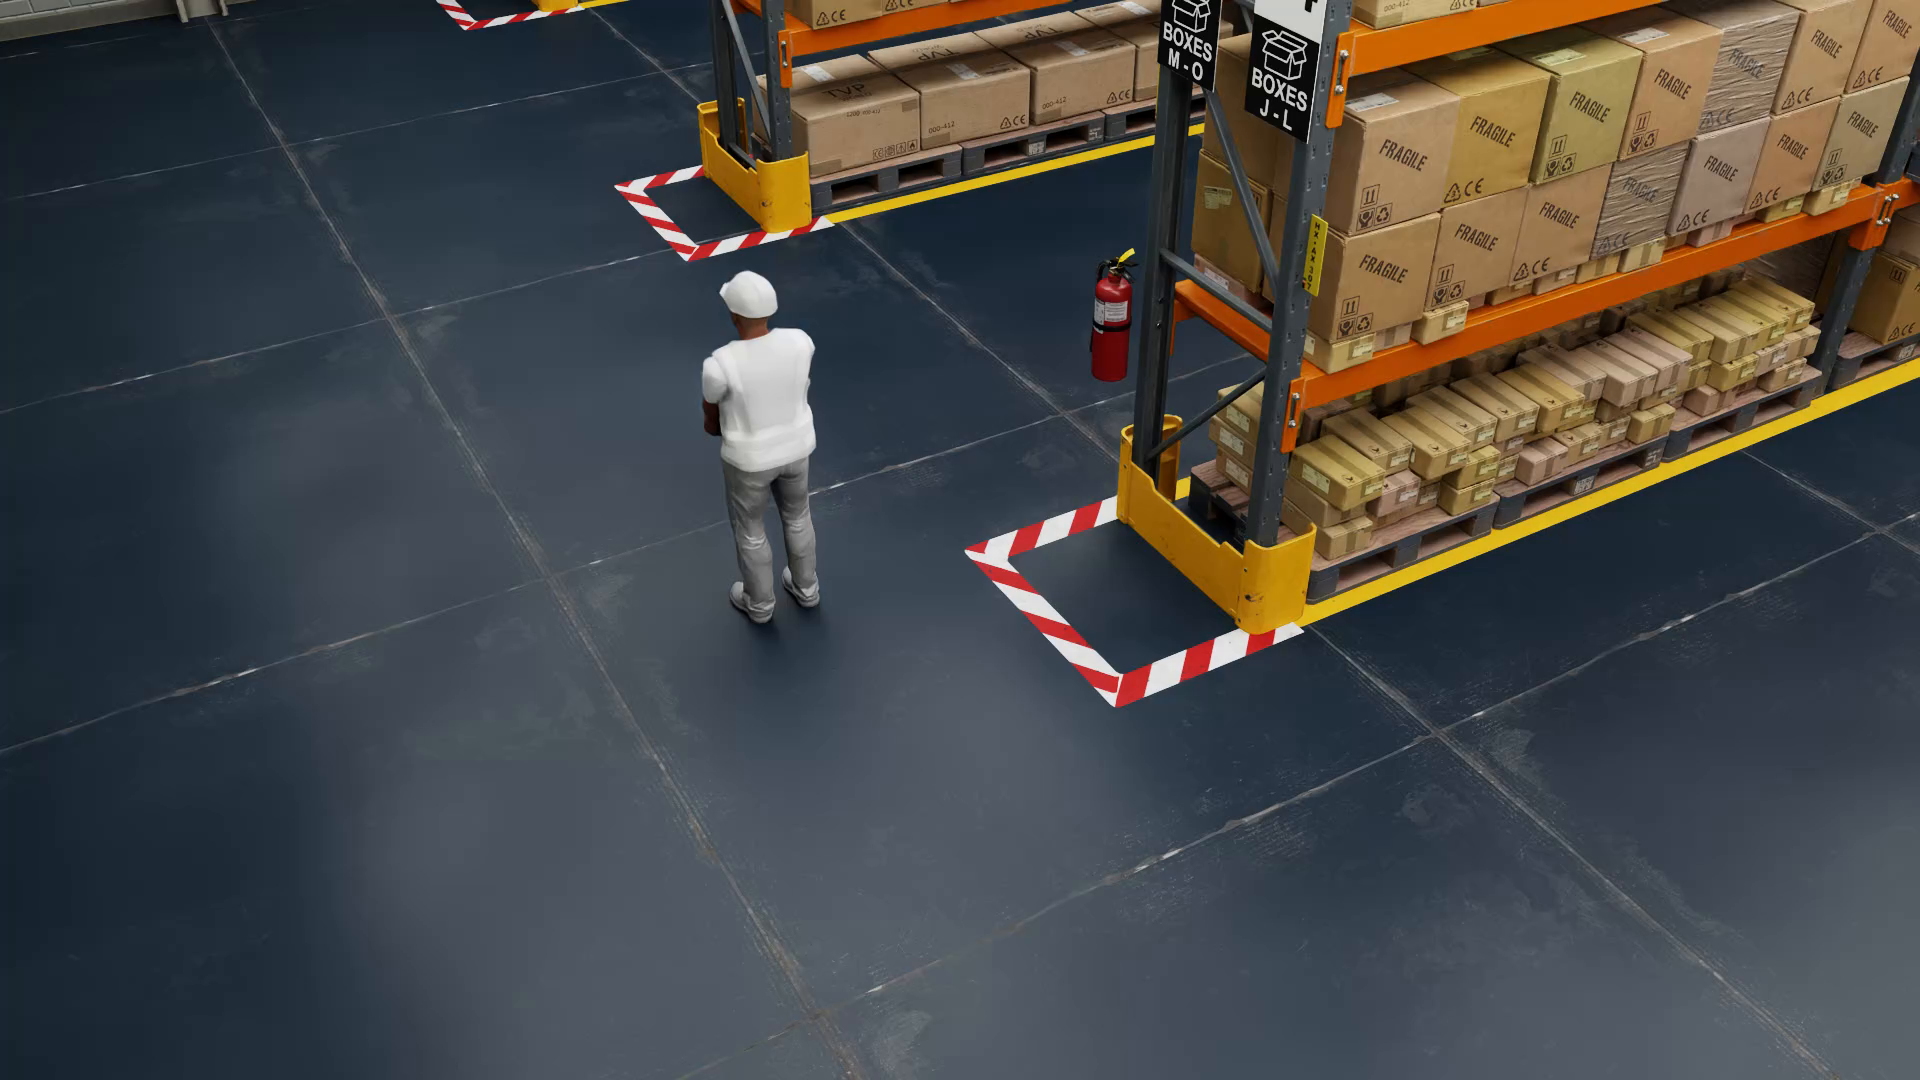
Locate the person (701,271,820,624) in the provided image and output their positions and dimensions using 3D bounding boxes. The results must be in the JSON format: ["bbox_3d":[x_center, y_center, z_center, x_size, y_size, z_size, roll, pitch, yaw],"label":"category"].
[{"bbox_3d":[-0.926,-0.452,7.518,0.505,1.763,0.560,-19,41,-24],"label":"person"}]
